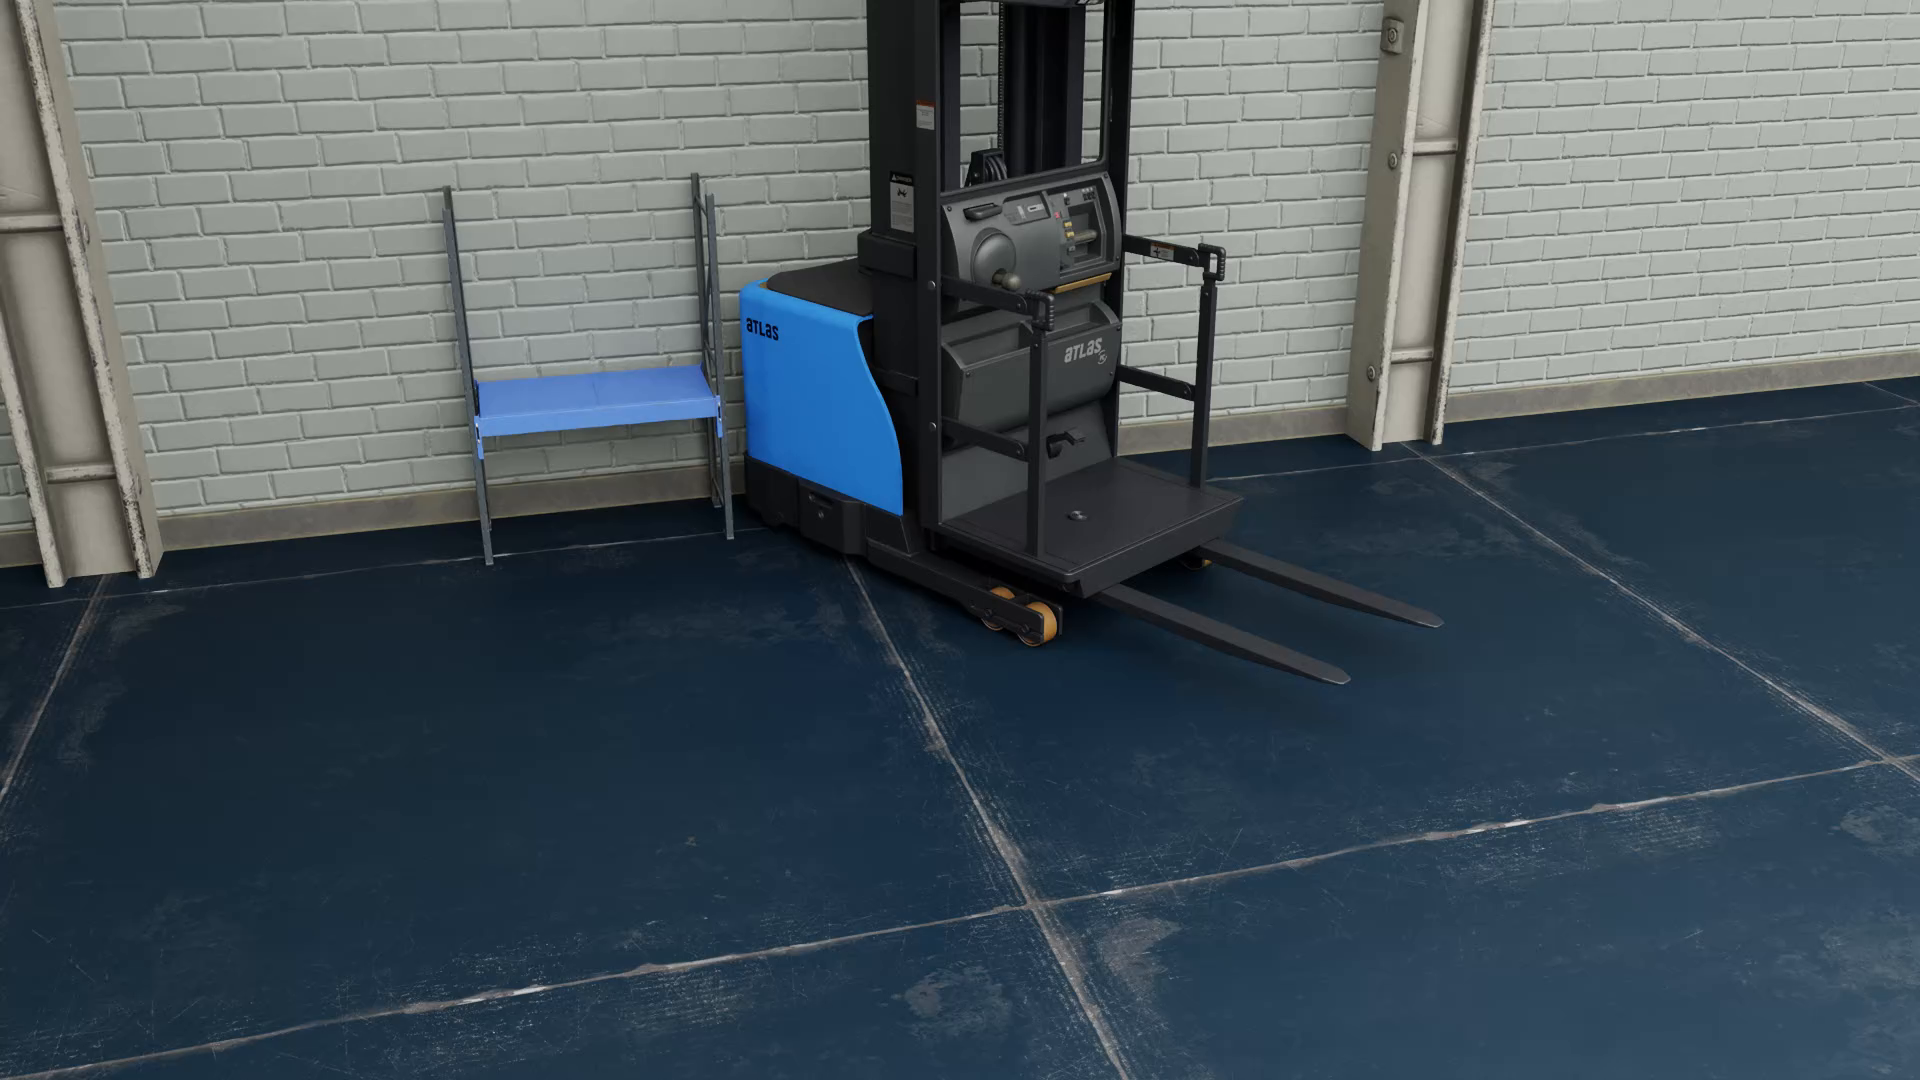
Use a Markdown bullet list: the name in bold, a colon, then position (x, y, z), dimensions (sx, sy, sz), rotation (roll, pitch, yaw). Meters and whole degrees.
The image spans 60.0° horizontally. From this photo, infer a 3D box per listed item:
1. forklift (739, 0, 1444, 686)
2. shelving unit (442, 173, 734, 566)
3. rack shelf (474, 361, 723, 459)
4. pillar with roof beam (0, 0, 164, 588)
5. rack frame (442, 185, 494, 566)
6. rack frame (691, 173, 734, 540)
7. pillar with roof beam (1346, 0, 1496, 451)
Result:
- **forklift**: position (0.441, -1.174, 6.268), dimensions (3.031, 2.935, 1.130), rotation (21, 31, 40)
- **shelving unit**: position (-1.557, -0.730, 7.050), dimensions (1.048, 1.500, 0.538), rotation (-6, 24, -14)
- **rack shelf**: position (-1.557, -0.565, 7.121), dimensions (1.000, 0.185, 0.538), rotation (-6, 24, -14)
- **pillar with roof beam**: position (-2.414, -2.385, 1.396), dimensions (0.400, 9.000, 9.100), rotation (-6, 24, -14)
- **rack frame**: position (-2.047, -0.676, 6.924), dimensions (0.032, 1.500, 0.500), rotation (-6, 24, -14)
- **rack frame**: position (-1.068, -0.785, 7.177), dimensions (0.032, 1.500, 0.500), rotation (-6, 24, -14)
- **pillar with roof beam**: position (3.363, -3.024, 2.886), dimensions (0.400, 9.000, 9.100), rotation (-6, 24, -14)
